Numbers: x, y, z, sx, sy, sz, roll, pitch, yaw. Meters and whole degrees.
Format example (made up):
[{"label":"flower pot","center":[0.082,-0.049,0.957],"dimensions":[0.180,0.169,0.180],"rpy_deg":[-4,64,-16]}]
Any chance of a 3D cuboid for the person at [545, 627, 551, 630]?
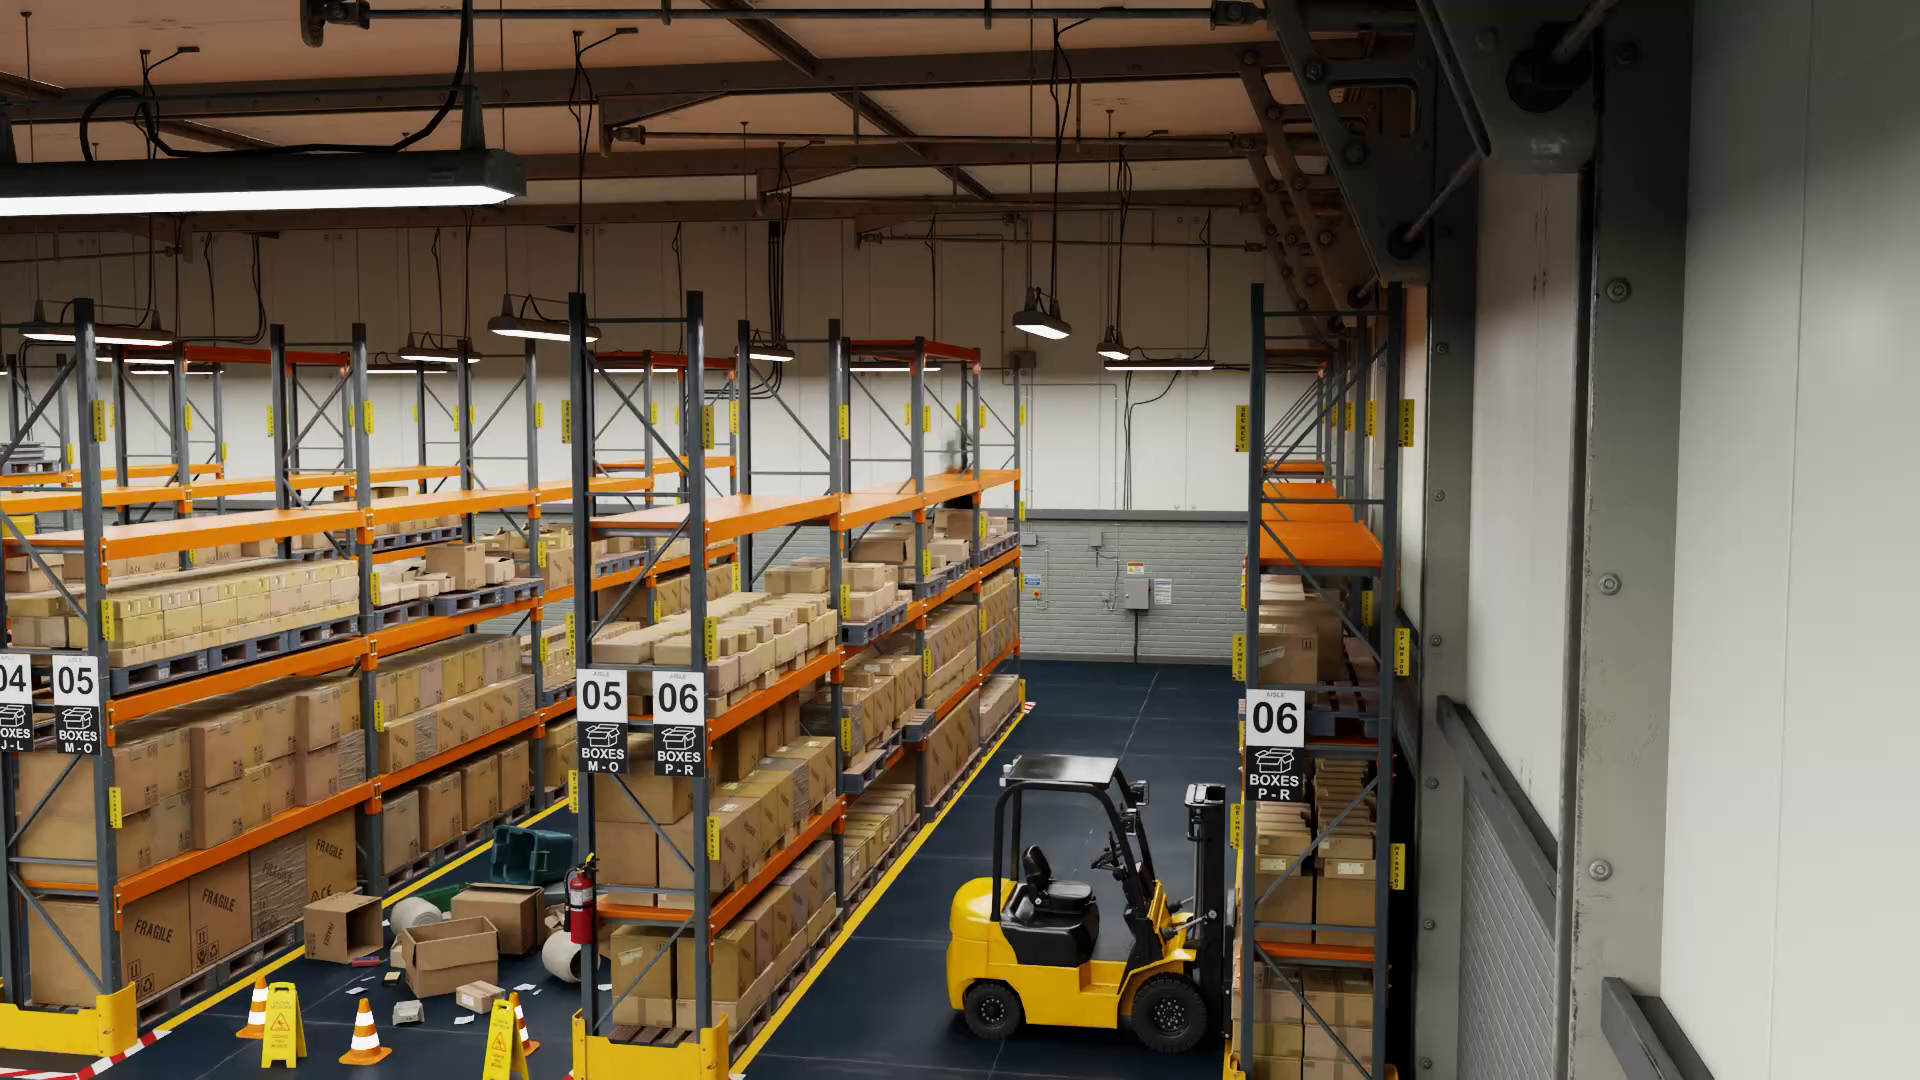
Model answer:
[{"label":"person","center":[-6.512,2.257,26.847],"dimensions":[0.580,1.552,1.054],"rpy_deg":[1,5,10]}]
